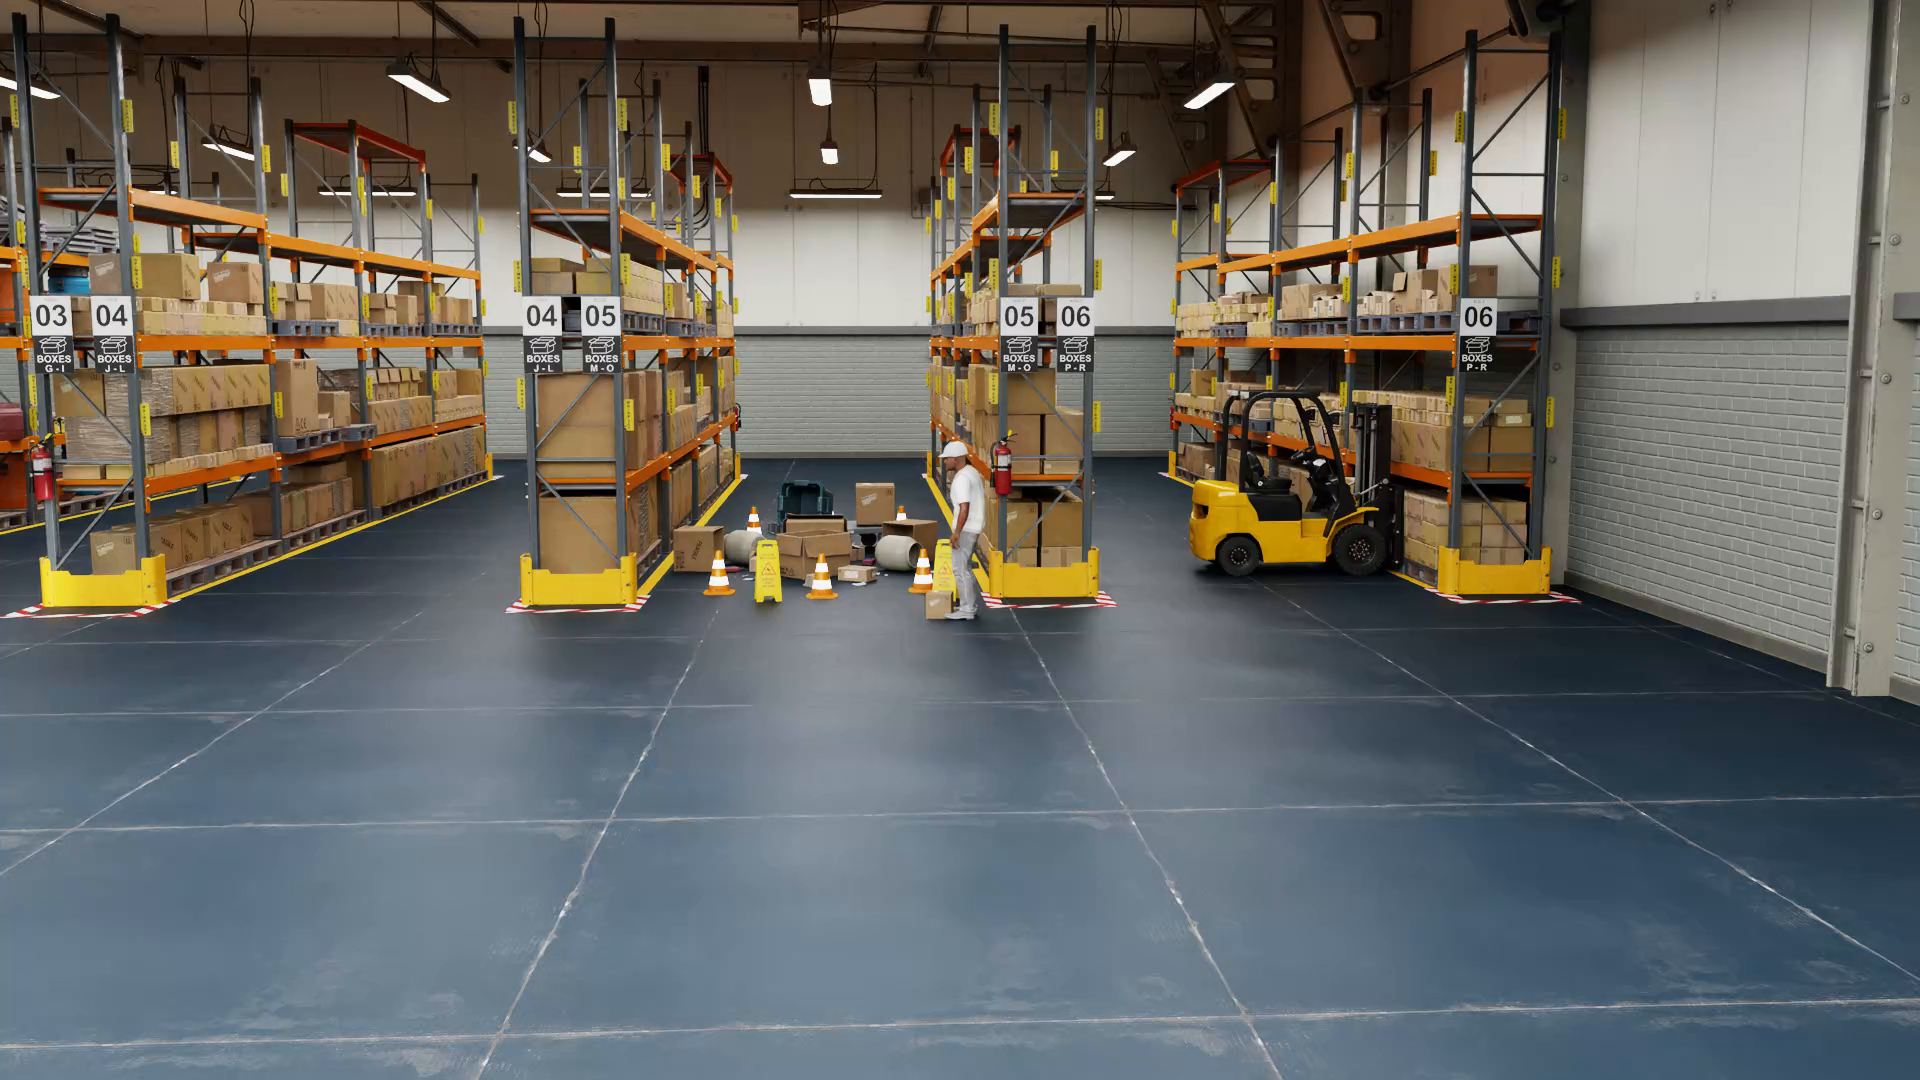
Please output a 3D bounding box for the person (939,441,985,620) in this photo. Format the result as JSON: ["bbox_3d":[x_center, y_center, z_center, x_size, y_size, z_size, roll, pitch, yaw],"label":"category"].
[{"bbox_3d":[0.023,-0.102,16.517,0.458,1.761,0.626,1,7,8],"label":"person"}]
